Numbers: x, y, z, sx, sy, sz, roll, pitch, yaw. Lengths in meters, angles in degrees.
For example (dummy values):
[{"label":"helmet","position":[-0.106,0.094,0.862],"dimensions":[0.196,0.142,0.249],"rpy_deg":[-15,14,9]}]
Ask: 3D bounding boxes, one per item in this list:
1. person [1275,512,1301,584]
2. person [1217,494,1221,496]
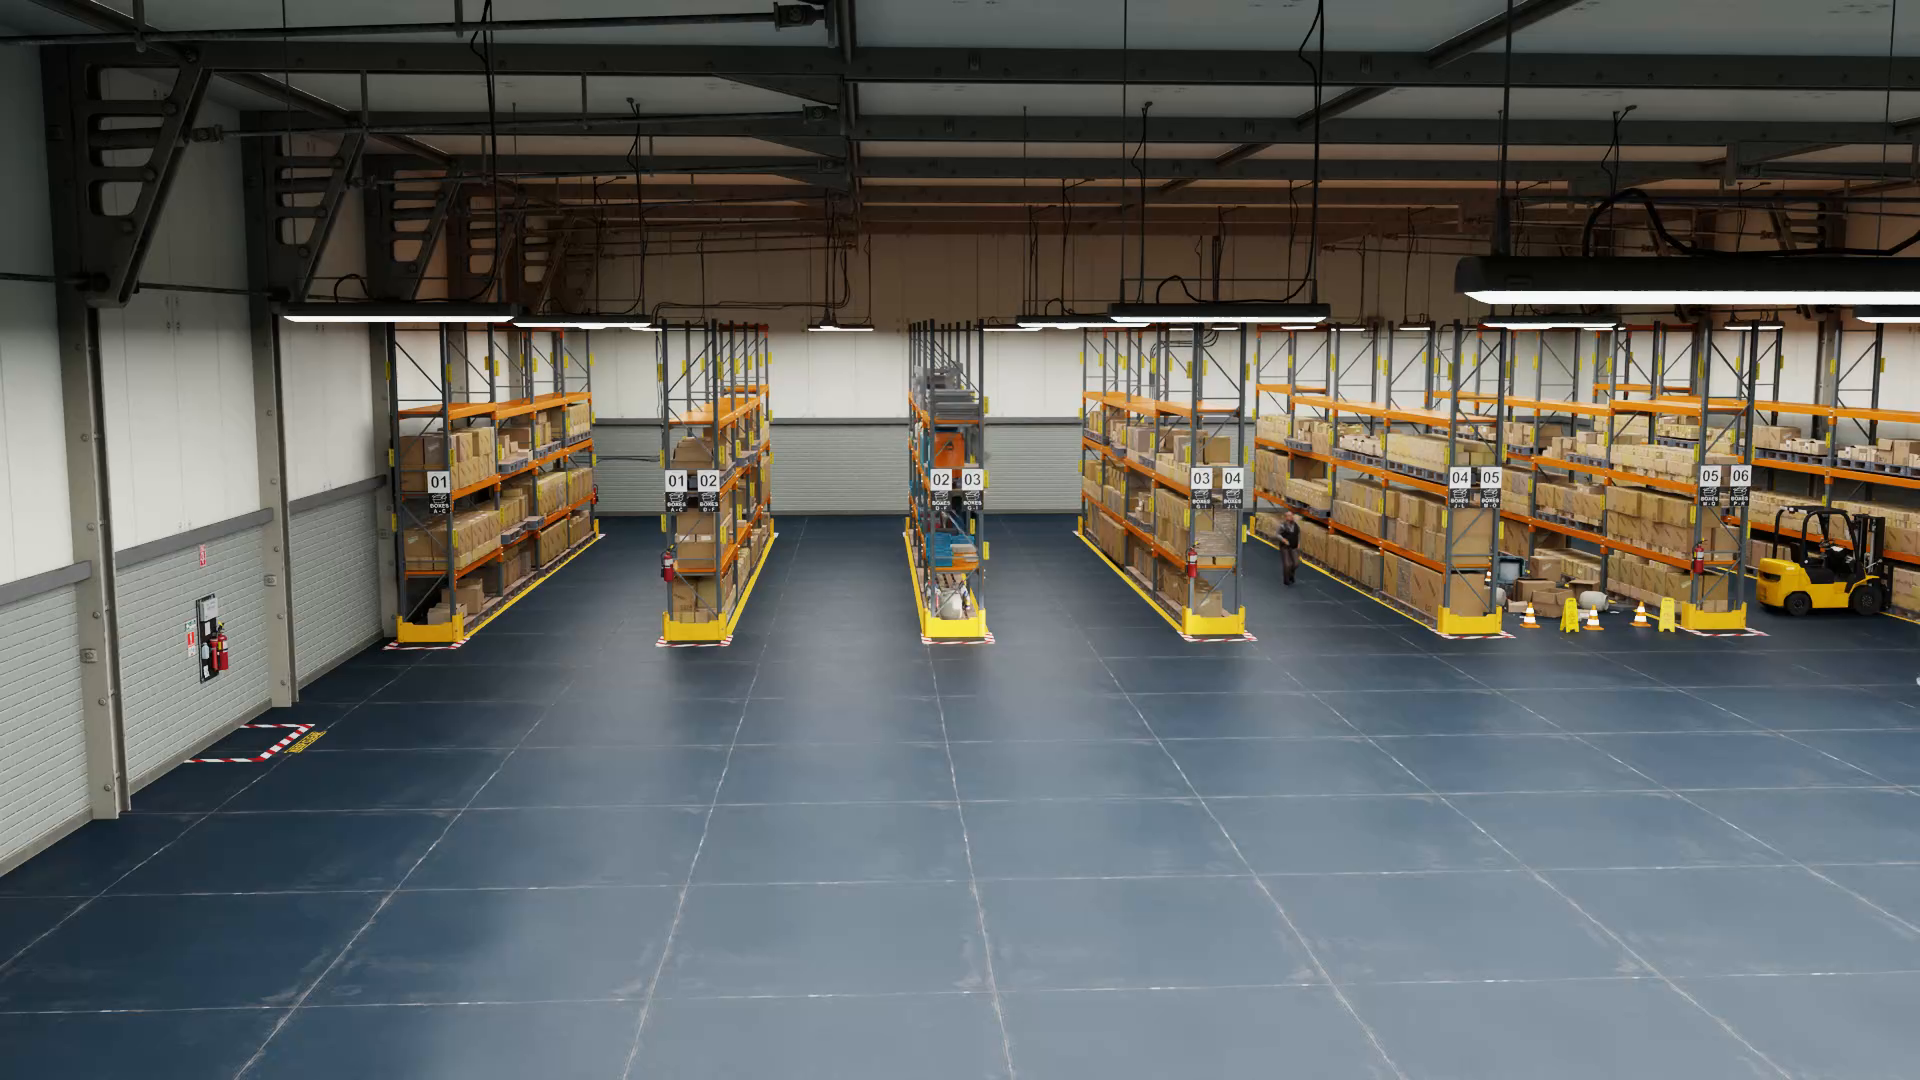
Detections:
[{"label":"person","position":[7.520,0.194,37.956],"dimensions":[0.660,1.679,0.584],"rpy_deg":[-1,7,-7]},{"label":"person","position":[7.146,-0.924,47.636],"dimensions":[0.690,1.518,0.497],"rpy_deg":[2,7,15]}]
